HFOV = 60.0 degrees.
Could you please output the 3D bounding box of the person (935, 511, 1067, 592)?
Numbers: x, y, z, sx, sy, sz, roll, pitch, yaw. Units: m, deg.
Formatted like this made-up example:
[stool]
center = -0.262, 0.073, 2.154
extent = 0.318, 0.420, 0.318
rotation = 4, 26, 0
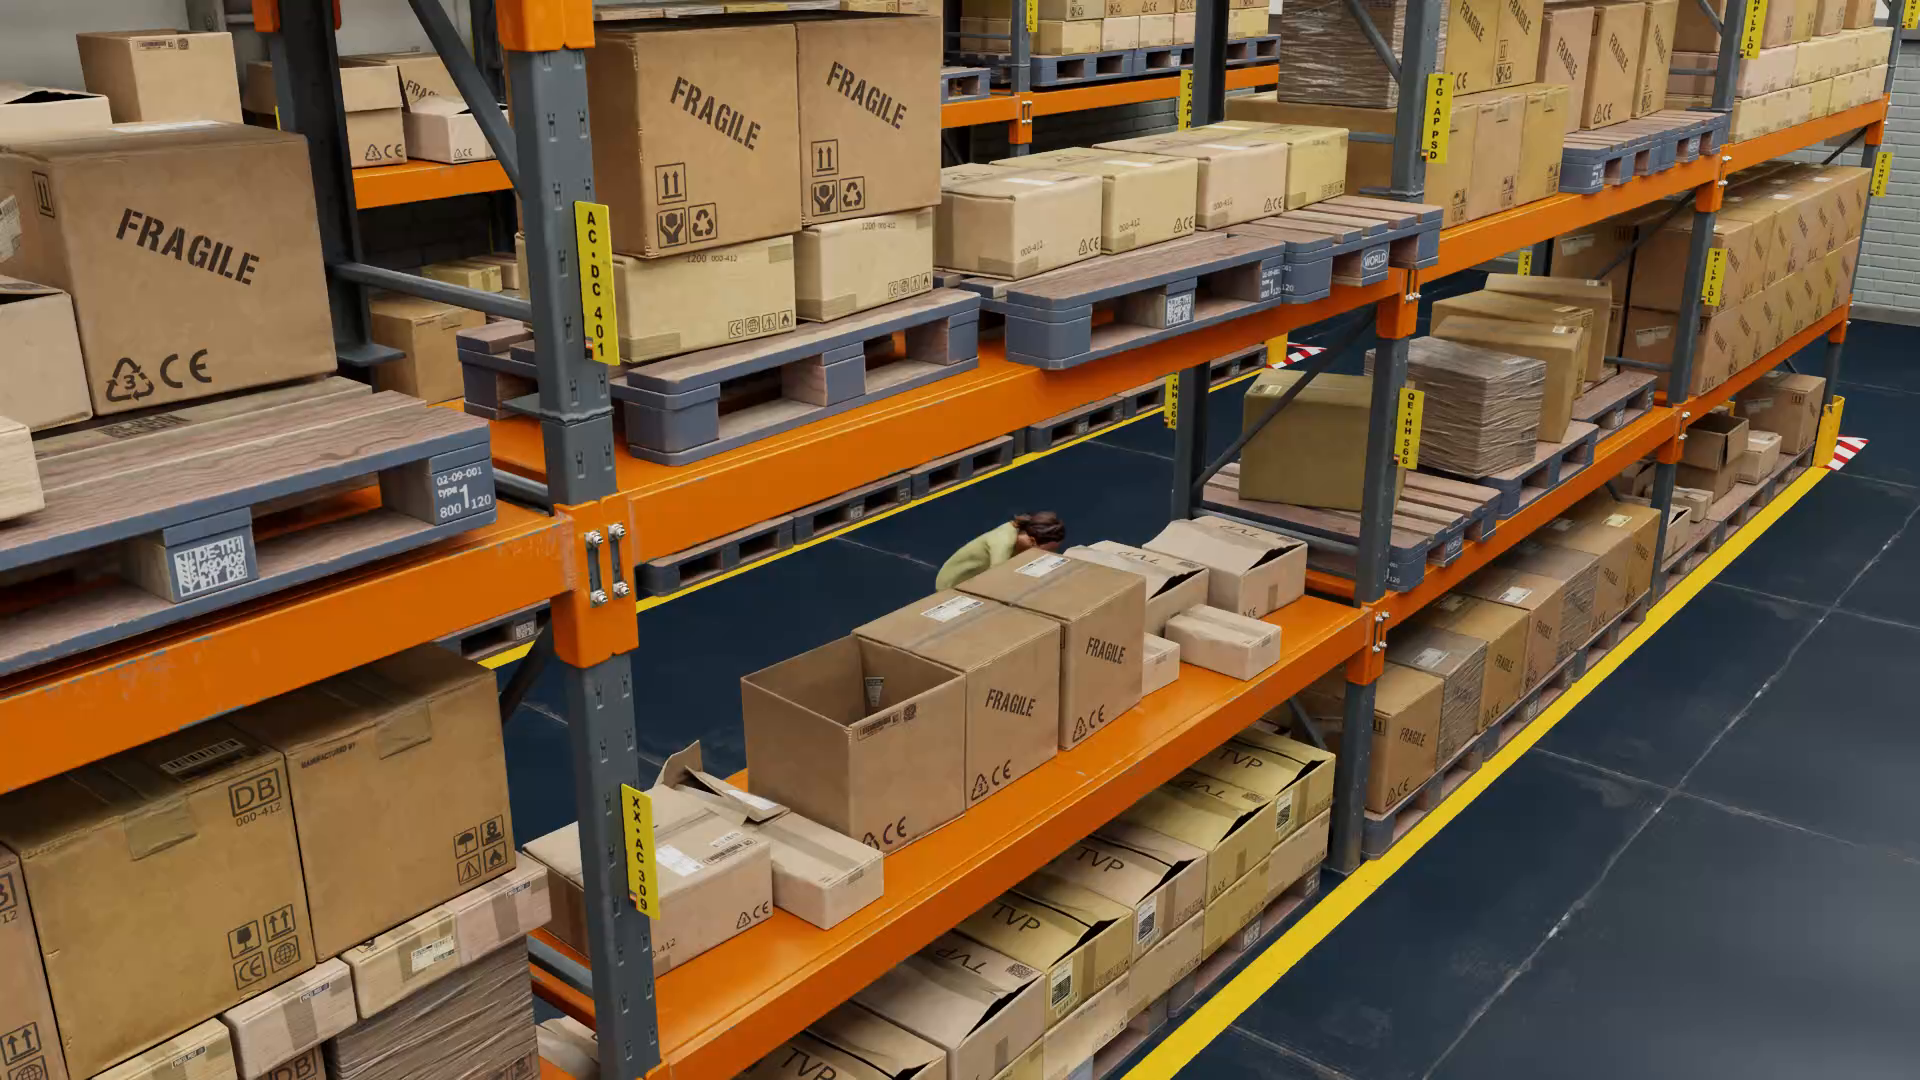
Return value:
[person]
center = 0.238, 0.322, 9.018
extent = 0.747, 1.116, 0.505
rotation = 16, 25, 36
